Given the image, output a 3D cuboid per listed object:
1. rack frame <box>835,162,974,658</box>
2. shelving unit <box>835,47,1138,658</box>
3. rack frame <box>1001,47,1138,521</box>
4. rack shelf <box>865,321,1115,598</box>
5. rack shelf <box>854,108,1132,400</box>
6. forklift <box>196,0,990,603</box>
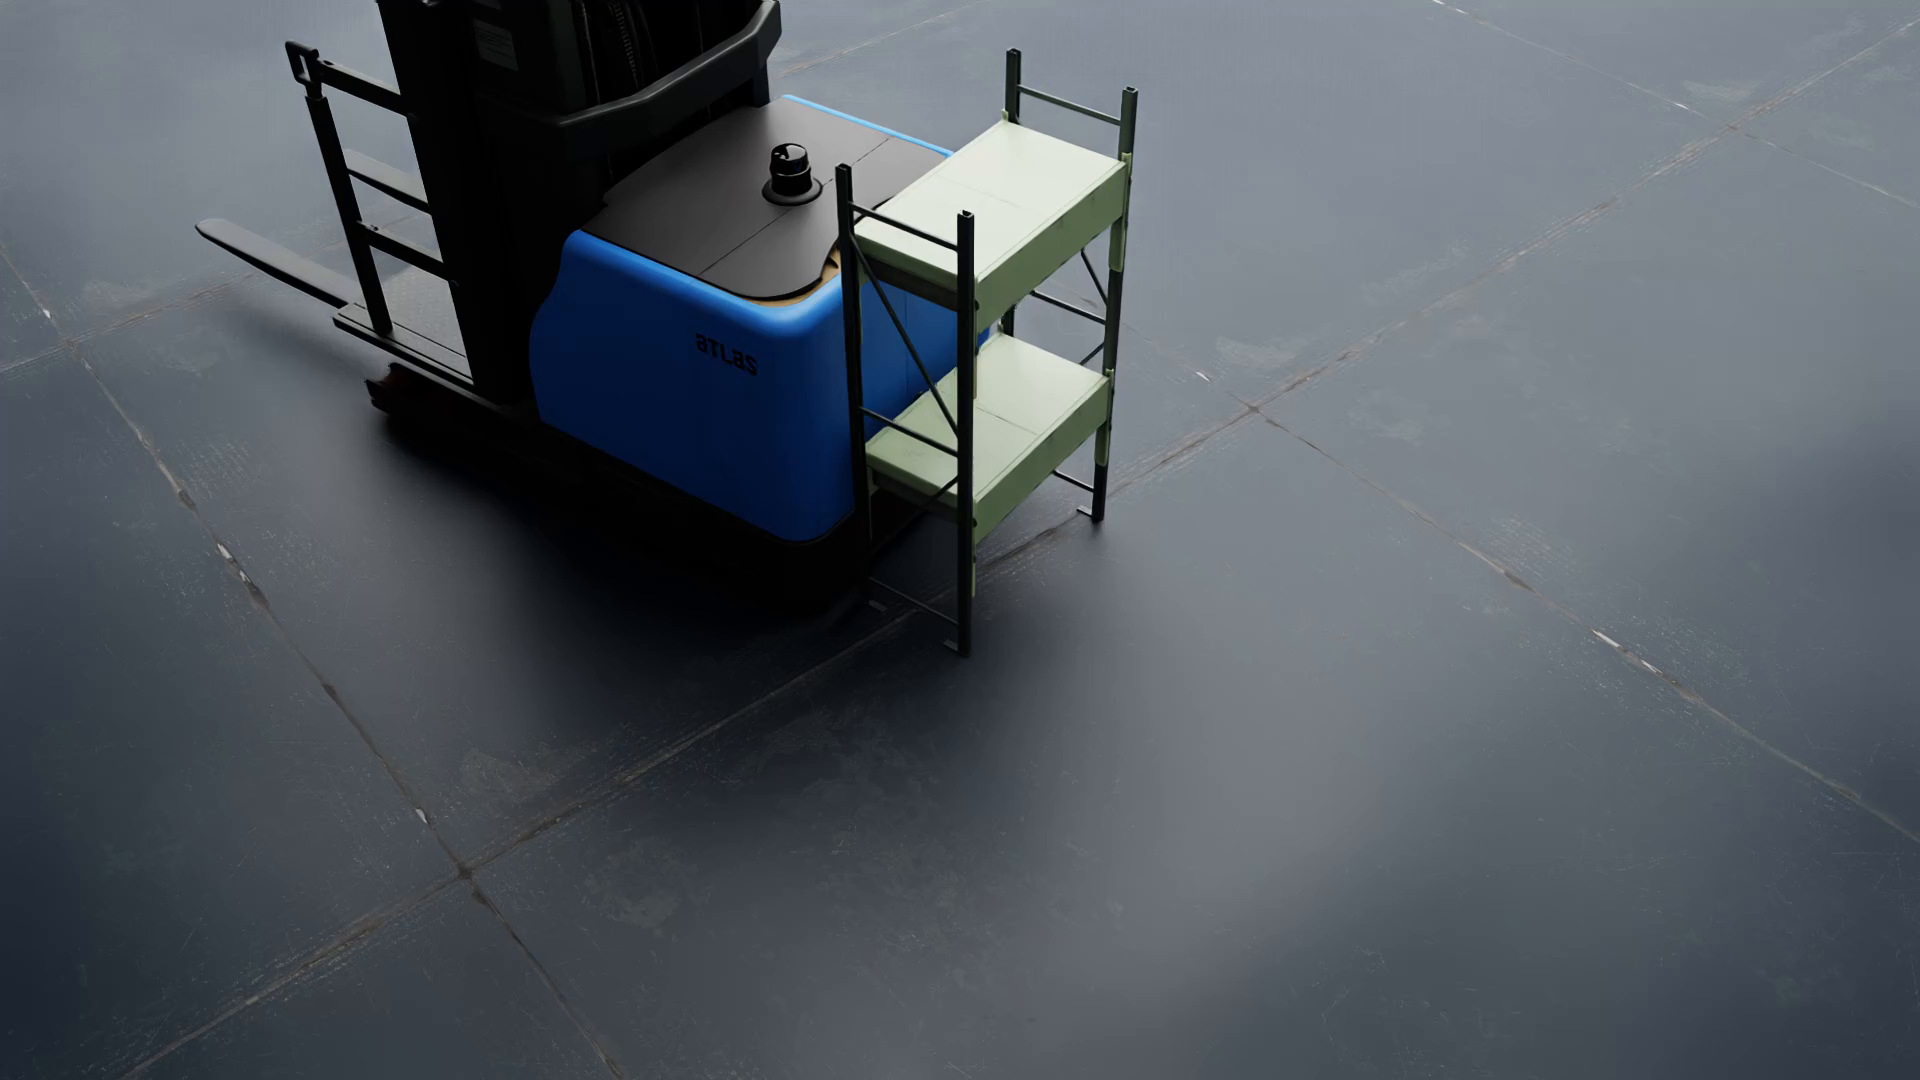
[{"bbox_3d":[-0.135,-0.285,4.458,0.400,1.500,0.023,26,49,25],"label":"rack frame"},{"bbox_3d":[0.079,-0.489,4.675,0.431,1.500,0.755,26,49,25],"label":"shelving unit"},{"bbox_3d":[0.293,-0.692,4.892,0.400,1.500,0.023,26,49,25],"label":"rack frame"},{"bbox_3d":[0.079,-0.251,4.898,0.431,0.370,0.720,26,49,25],"label":"rack shelf"},{"bbox_3d":[0.079,-0.773,4.408,0.431,0.370,0.720,26,49,25],"label":"rack shelf"},{"bbox_3d":[-1.397,-1.677,4.895,3.031,2.935,1.130,25,49,24],"label":"forklift"}]
